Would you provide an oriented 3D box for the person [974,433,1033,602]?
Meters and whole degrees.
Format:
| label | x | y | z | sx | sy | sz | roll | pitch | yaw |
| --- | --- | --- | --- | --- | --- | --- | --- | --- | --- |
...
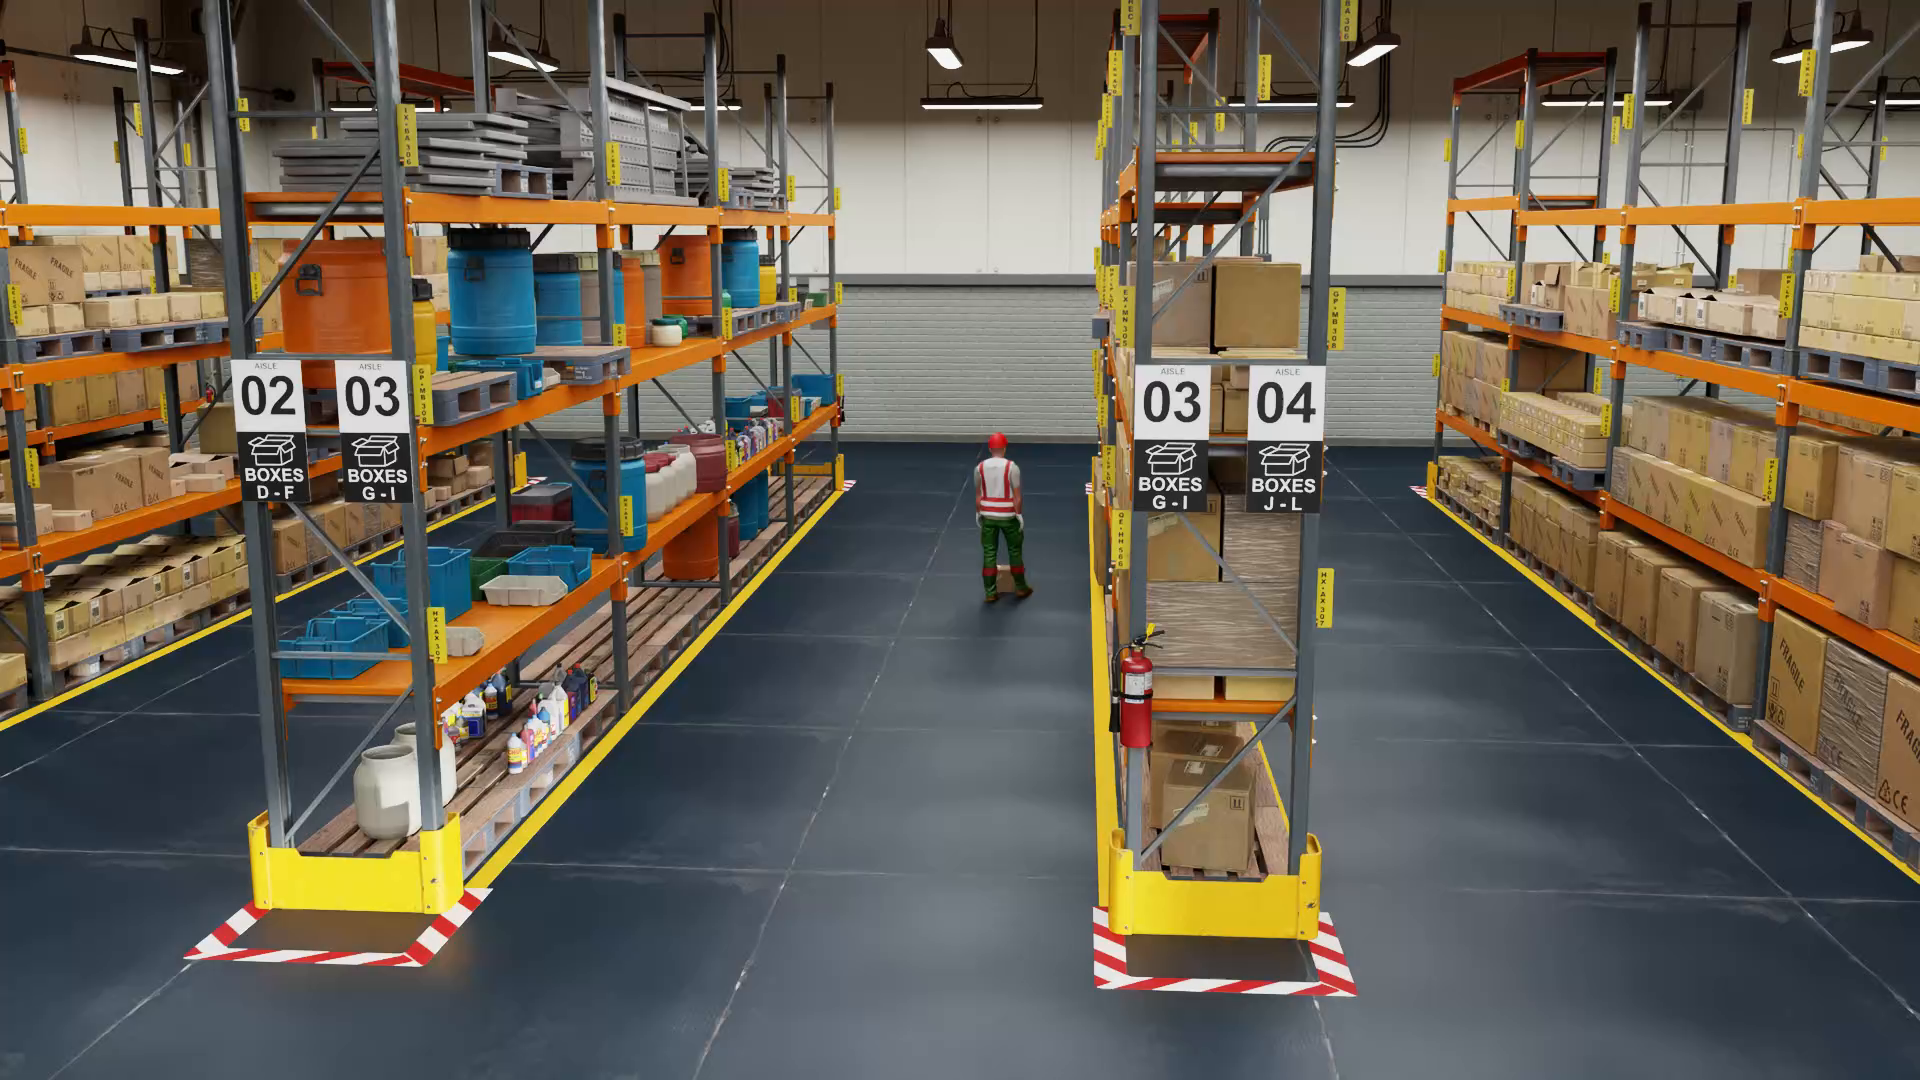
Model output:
| label | x | y | z | sx | sy | sz | roll | pitch | yaw |
| --- | --- | --- | --- | --- | --- | --- | --- | --- | --- |
| person | 0.465 | -0.271 | 17.759 | 0.566 | 1.791 | 0.600 | 3 | 11 | 14 |
